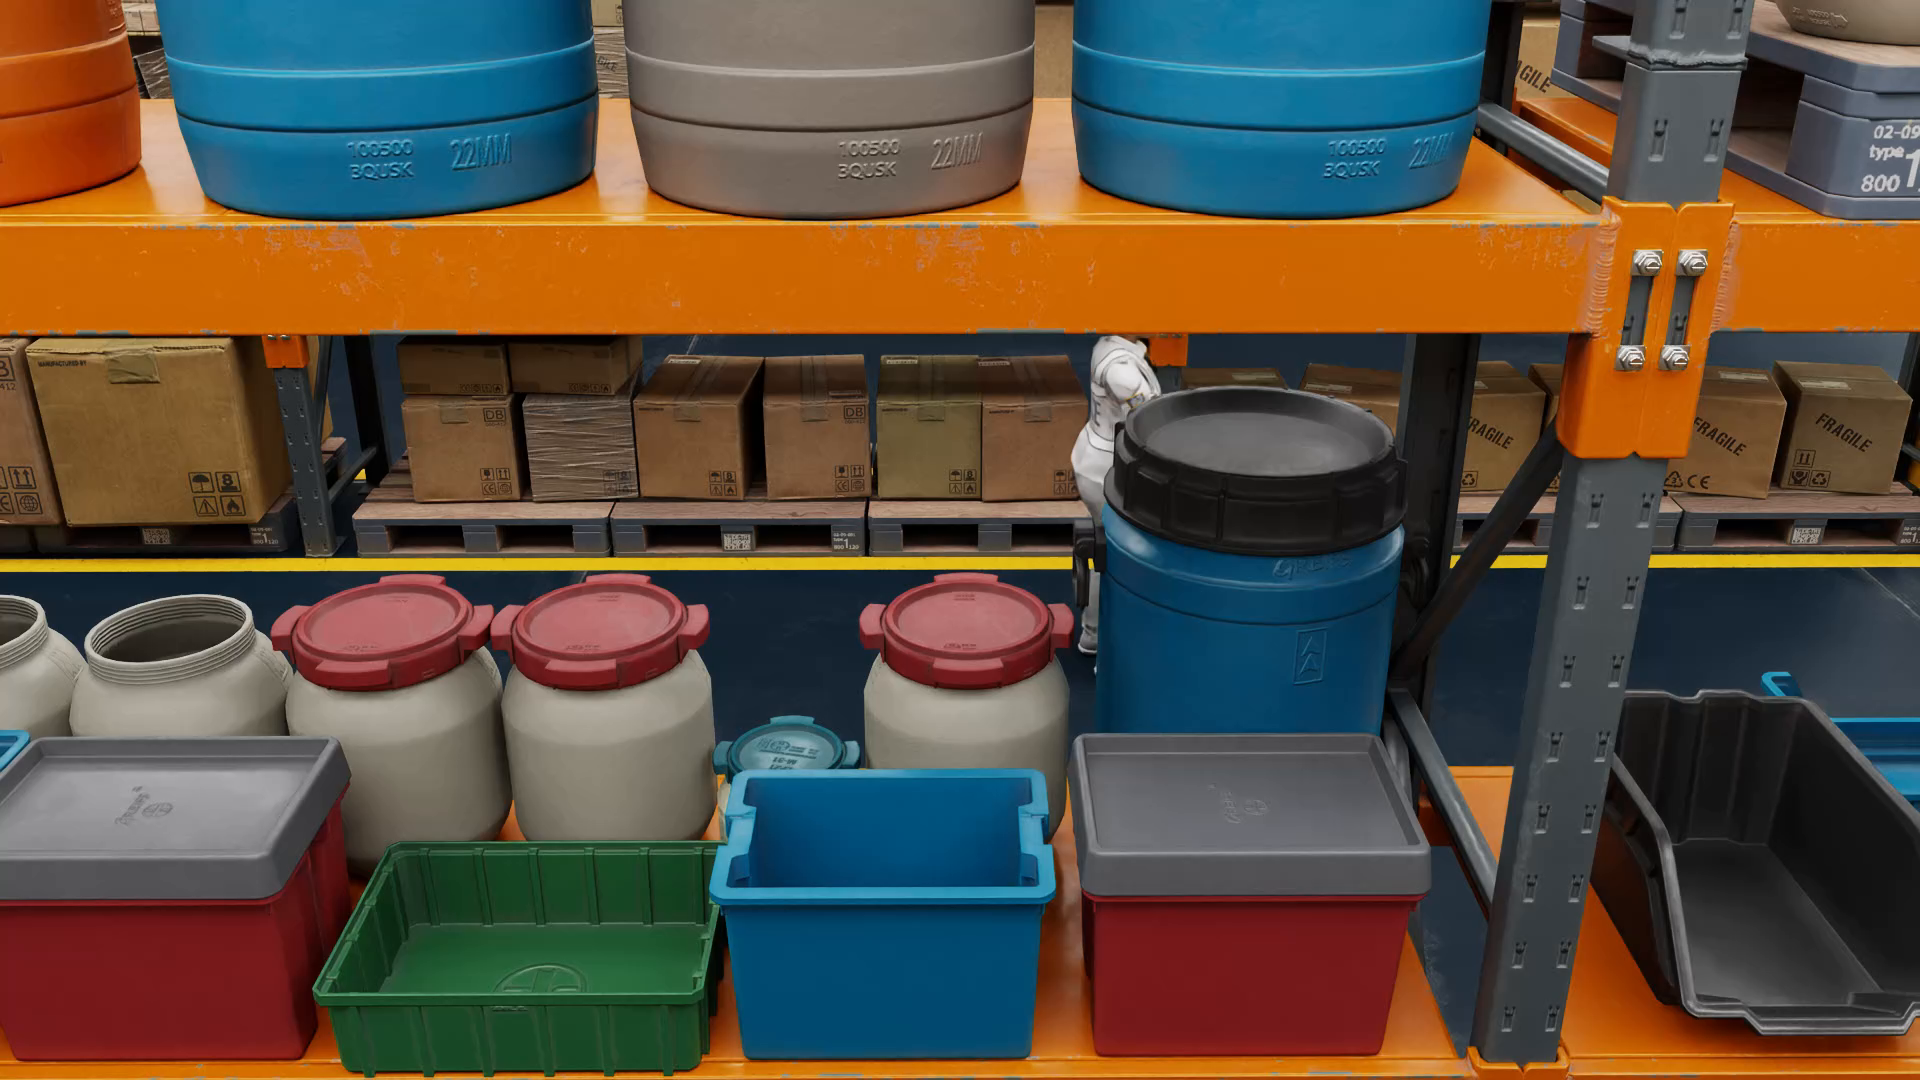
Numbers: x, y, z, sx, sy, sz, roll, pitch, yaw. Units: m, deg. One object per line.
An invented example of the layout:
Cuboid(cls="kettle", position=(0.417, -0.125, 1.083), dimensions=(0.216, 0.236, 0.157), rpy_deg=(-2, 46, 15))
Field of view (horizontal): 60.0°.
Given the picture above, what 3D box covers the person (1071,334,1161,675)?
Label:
Cuboid(cls="person", position=(0.707, -0.245, 6.632), dimensions=(0.530, 1.684, 0.416), rpy_deg=(-1, 24, -1))
